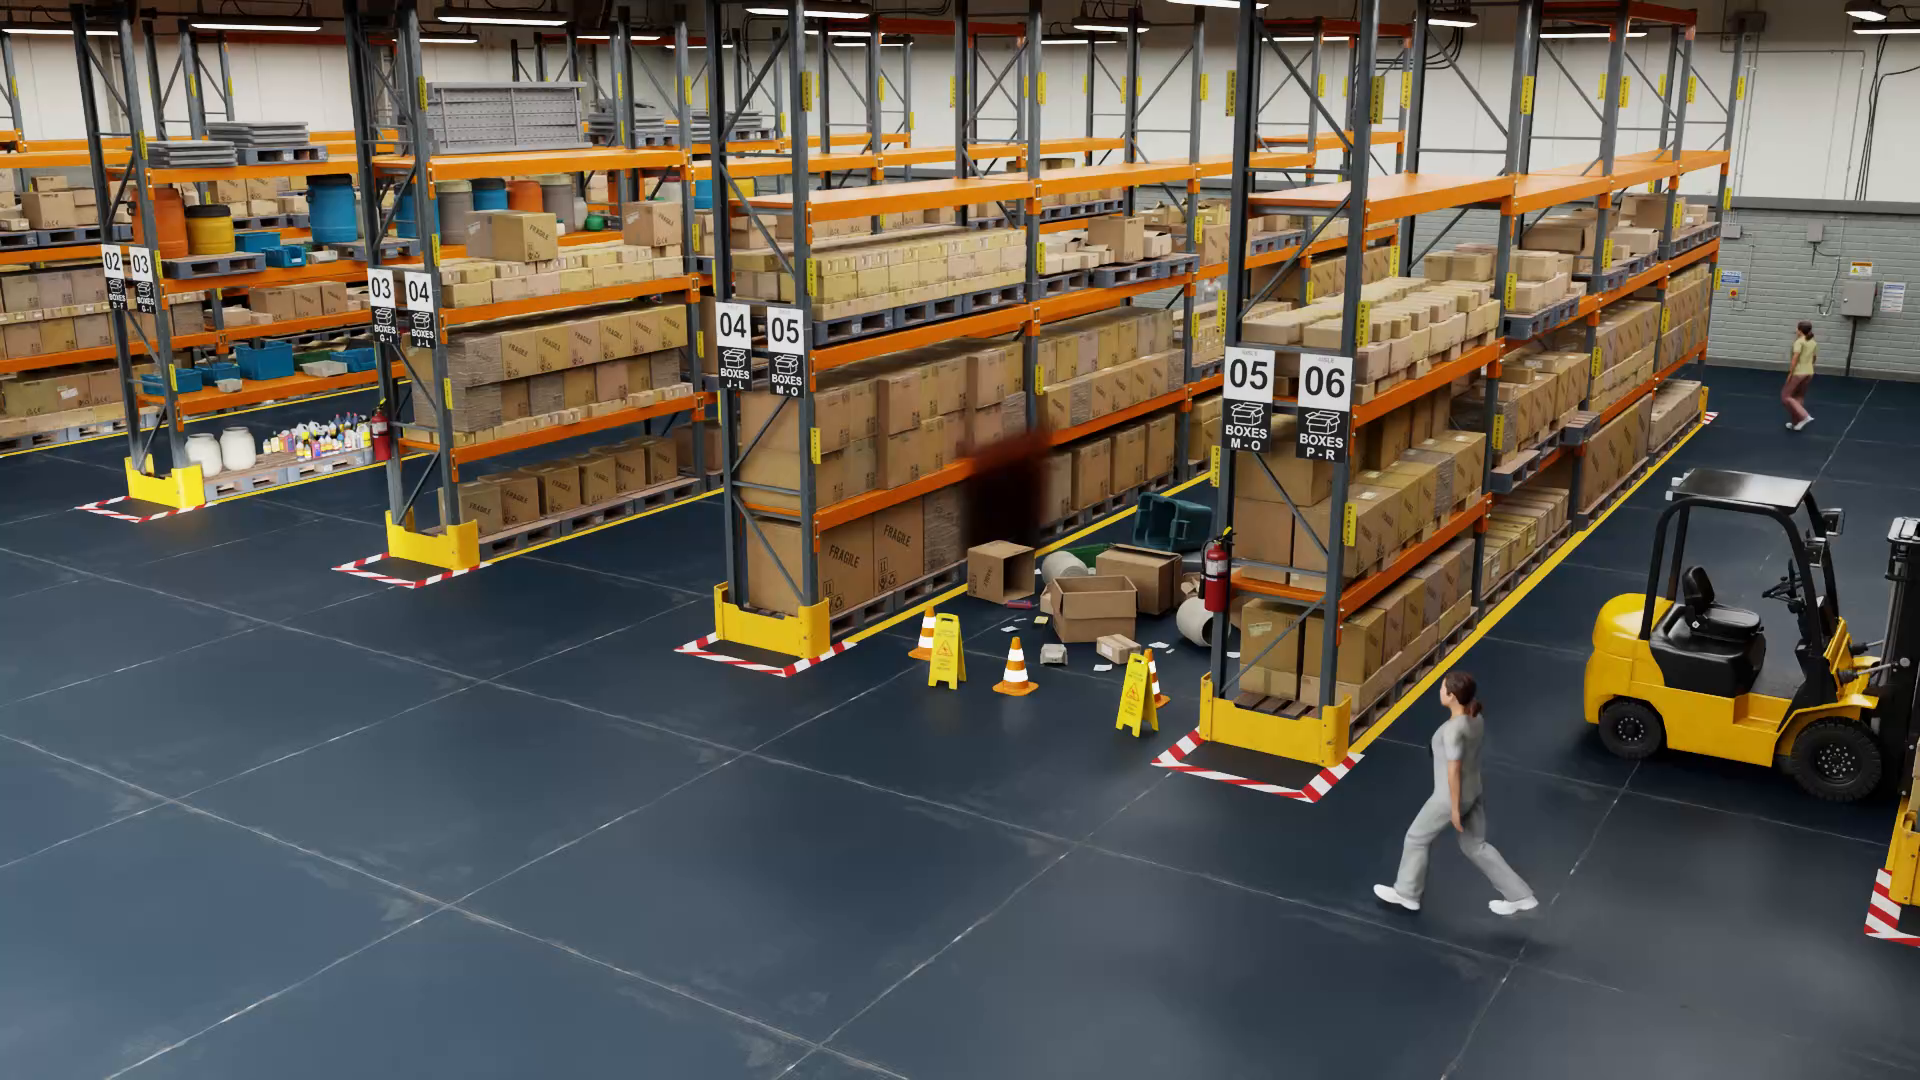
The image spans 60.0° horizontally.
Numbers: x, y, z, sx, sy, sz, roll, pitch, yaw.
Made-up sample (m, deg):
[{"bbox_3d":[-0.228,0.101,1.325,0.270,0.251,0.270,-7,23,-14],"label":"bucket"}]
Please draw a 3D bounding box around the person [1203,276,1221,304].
[{"bbox_3d":[4.943,-4.556,32.658,0.448,1.536,1.009,7,17,23],"label":"person"}]

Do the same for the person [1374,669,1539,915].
[{"bbox_3d":[3.137,1.606,10.377,1.002,1.629,0.447,11,19,34],"label":"person"}]

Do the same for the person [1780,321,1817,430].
[{"bbox_3d":[12.672,-2.454,24.989,0.527,1.650,0.571,-6,17,-19],"label":"person"}]
